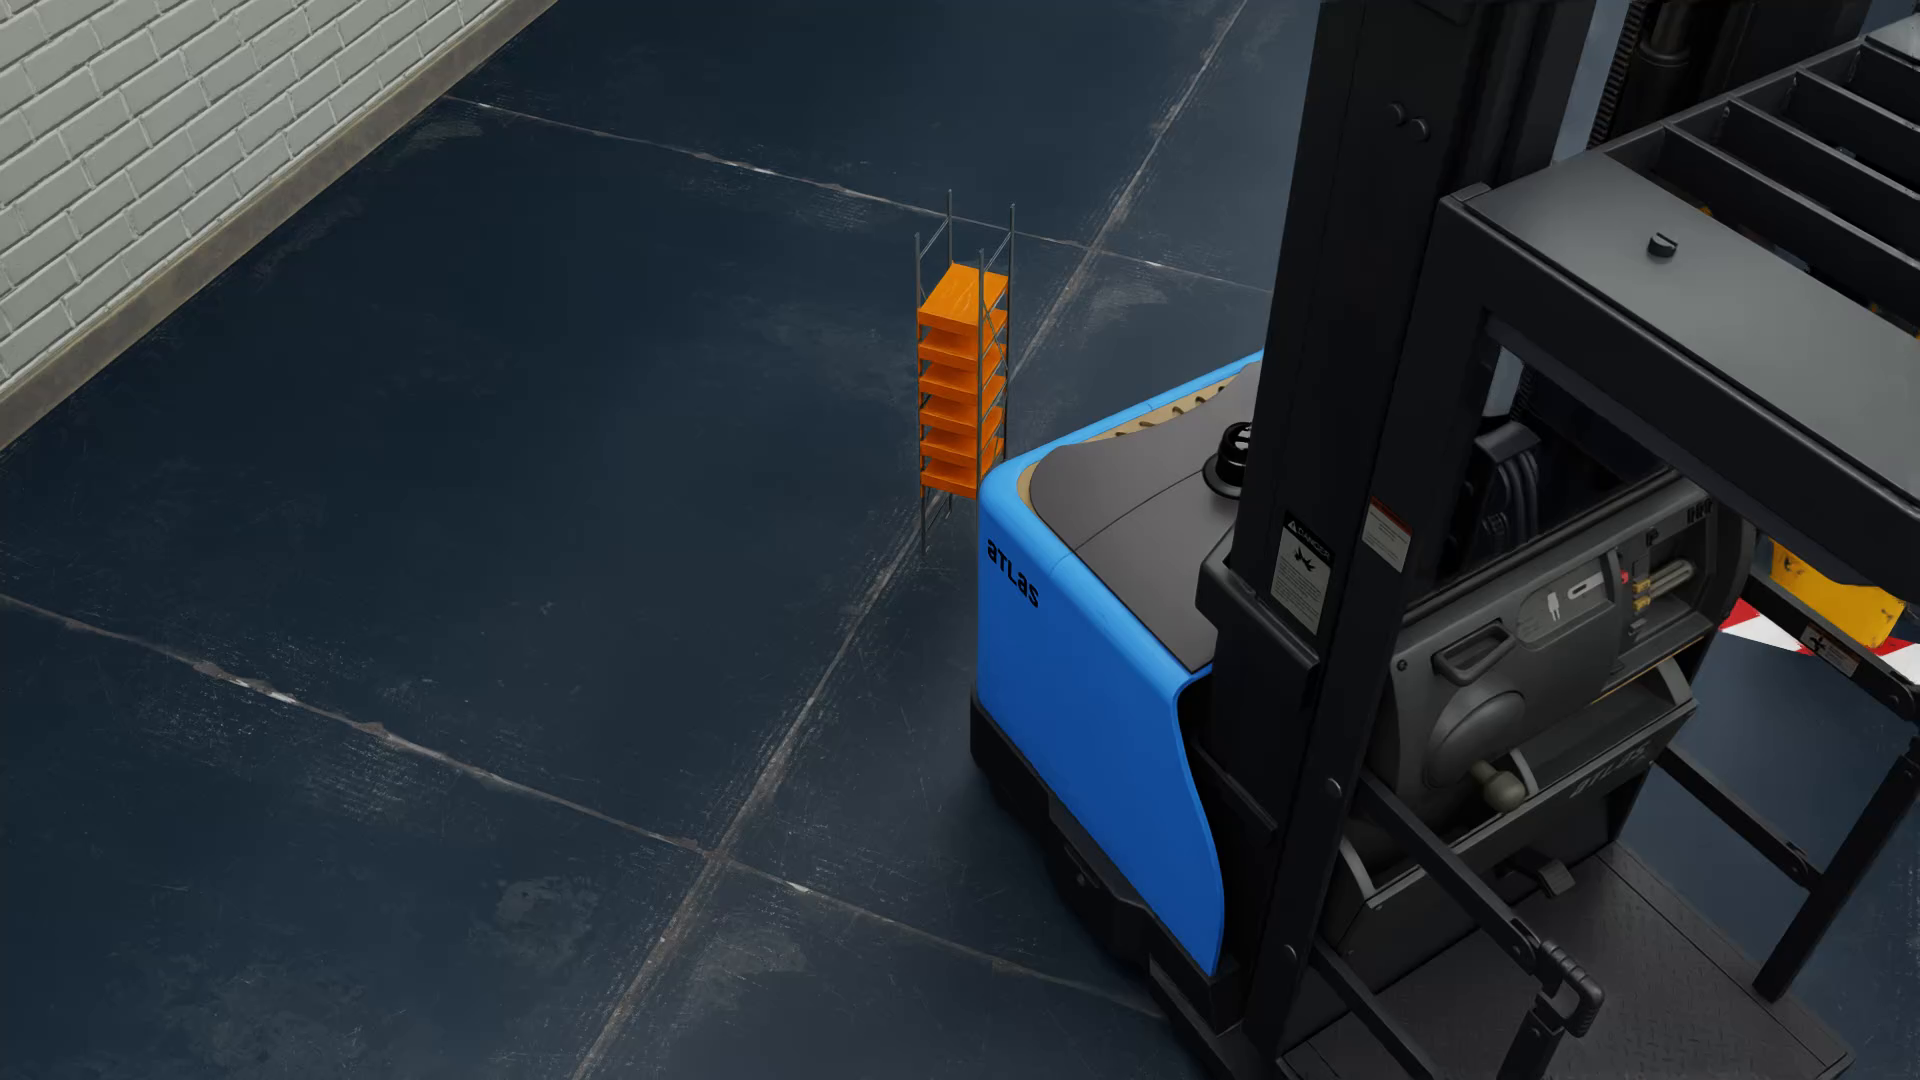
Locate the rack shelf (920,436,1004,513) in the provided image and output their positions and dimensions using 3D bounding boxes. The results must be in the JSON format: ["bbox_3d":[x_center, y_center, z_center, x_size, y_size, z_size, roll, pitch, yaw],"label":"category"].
[{"bbox_3d":[0.013,-0.220,5.023,0.180,0.103,0.258,16,47,16],"label":"rack shelf"}]

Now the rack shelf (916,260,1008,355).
[{"bbox_3d":[0.013,-0.645,4.600,0.180,0.103,0.258,16,47,16],"label":"rack shelf"}]

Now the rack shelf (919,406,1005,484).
[{"bbox_3d":[0.013,-0.305,4.939,0.180,0.103,0.258,16,47,16],"label":"rack shelf"}]

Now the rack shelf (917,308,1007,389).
[{"bbox_3d":[0.013,-0.560,4.685,0.180,0.103,0.258,16,47,16],"label":"rack shelf"}]

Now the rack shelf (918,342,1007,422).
[{"bbox_3d":[0.013,-0.475,4.770,0.180,0.103,0.258,16,47,16],"label":"rack shelf"}]

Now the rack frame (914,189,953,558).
[{"bbox_3d":[-0.071,-0.446,4.848,0.006,1.200,0.240,16,47,16],"label":"rack frame"}]

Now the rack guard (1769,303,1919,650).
[{"bbox_3d":[2.795,-0.265,5.162,0.348,0.500,1.175,16,47,16],"label":"rack guard"}]

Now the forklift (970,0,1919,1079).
[{"bbox_3d":[1.246,0.258,2.912,1.130,2.935,3.031,-24,50,-22],"label":"forklift"}]

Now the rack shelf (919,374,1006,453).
[{"bbox_3d":[0.013,-0.390,4.854,0.180,0.103,0.258,16,47,16],"label":"rack shelf"}]

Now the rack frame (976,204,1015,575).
[{"bbox_3d":[0.098,-0.397,4.798,0.006,1.200,0.240,16,47,16],"label":"rack frame"}]

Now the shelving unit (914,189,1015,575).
[{"bbox_3d":[0.013,-0.421,4.823,0.189,1.200,0.258,16,47,16],"label":"shelving unit"}]

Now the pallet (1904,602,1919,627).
[{"bbox_3d":[3.586,0.010,5.091,1.213,0.211,1.003,16,47,16],"label":"pallet"}]

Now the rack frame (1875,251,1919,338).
[{"bbox_3d":[2.818,-1.145,4.274,0.127,3.000,1.000,16,47,16],"label":"rack frame"}]
